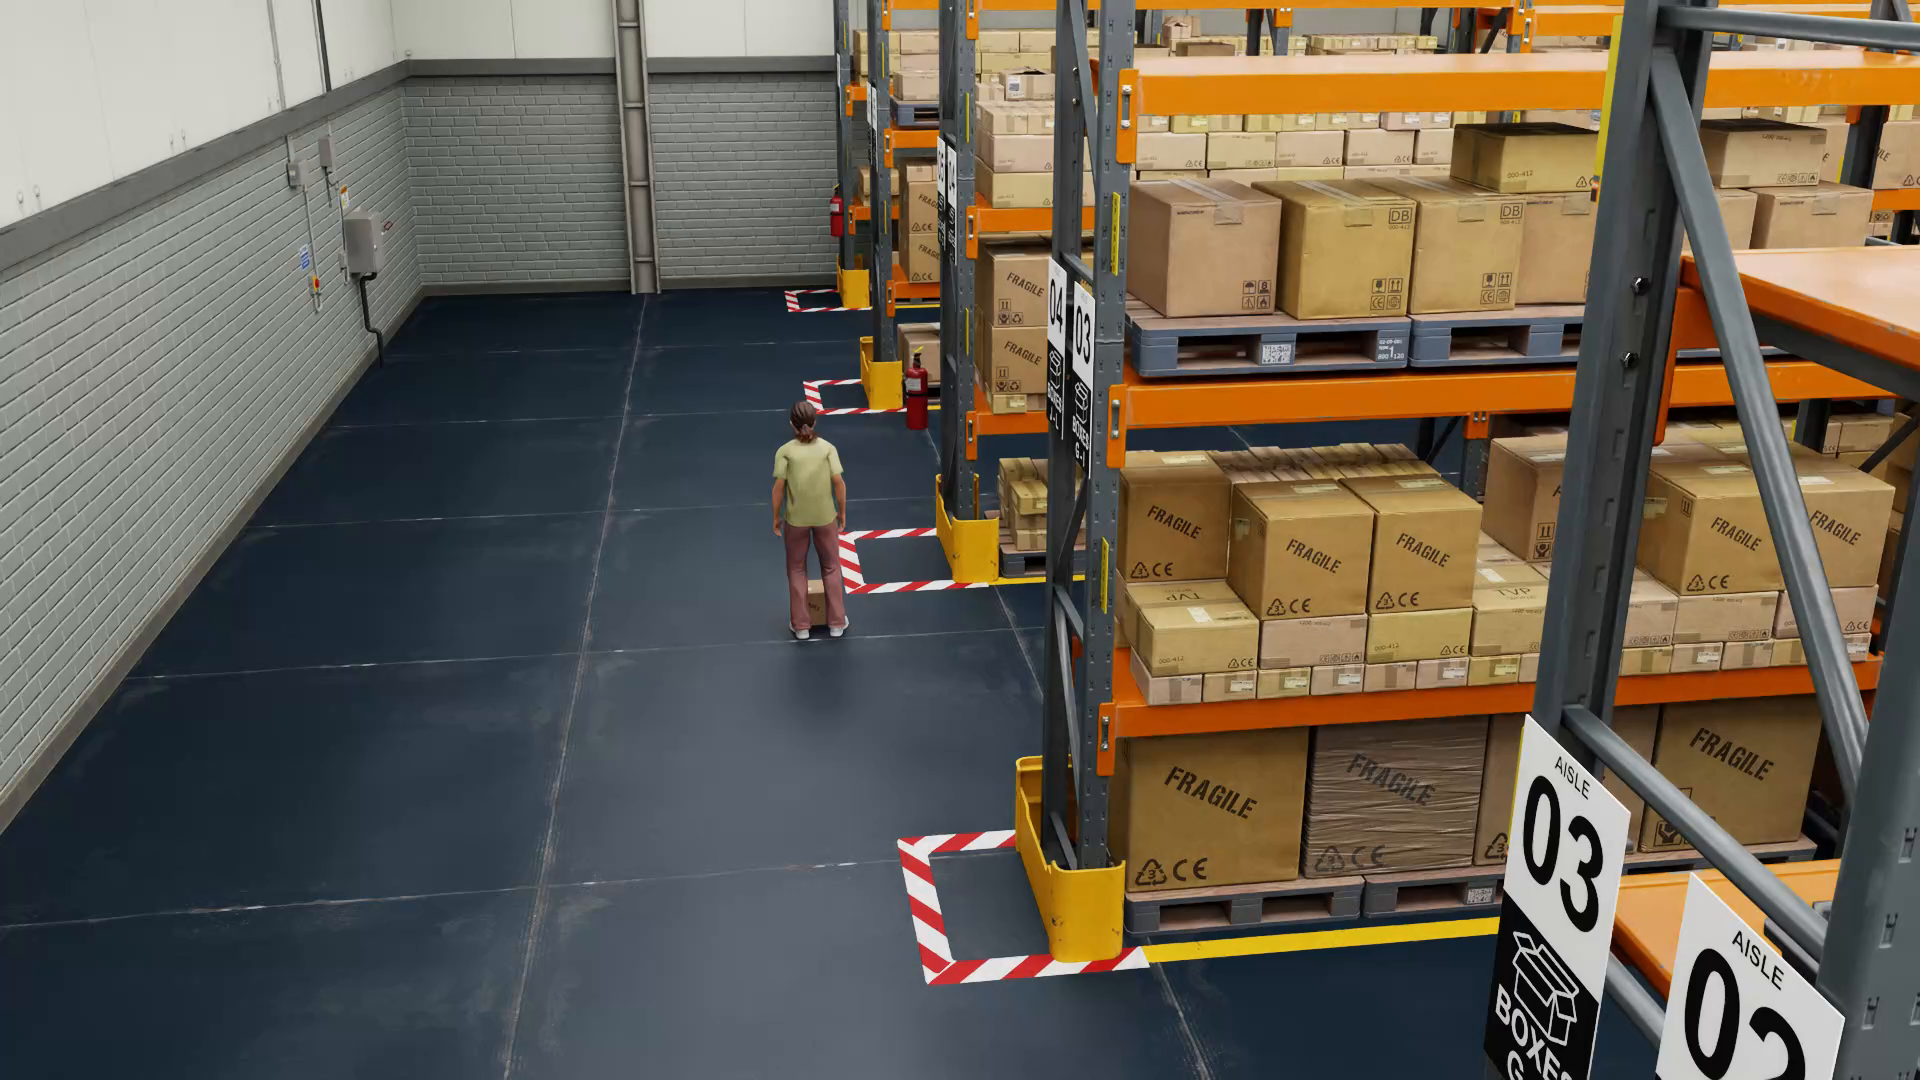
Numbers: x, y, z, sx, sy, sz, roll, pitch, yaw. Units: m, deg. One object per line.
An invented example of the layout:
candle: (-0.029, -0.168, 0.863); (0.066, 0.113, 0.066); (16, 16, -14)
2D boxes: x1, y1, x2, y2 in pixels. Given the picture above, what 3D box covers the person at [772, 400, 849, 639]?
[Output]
person: (-1.032, -0.134, 11.443); (0.516, 1.673, 0.351); (-3, 20, -9)
